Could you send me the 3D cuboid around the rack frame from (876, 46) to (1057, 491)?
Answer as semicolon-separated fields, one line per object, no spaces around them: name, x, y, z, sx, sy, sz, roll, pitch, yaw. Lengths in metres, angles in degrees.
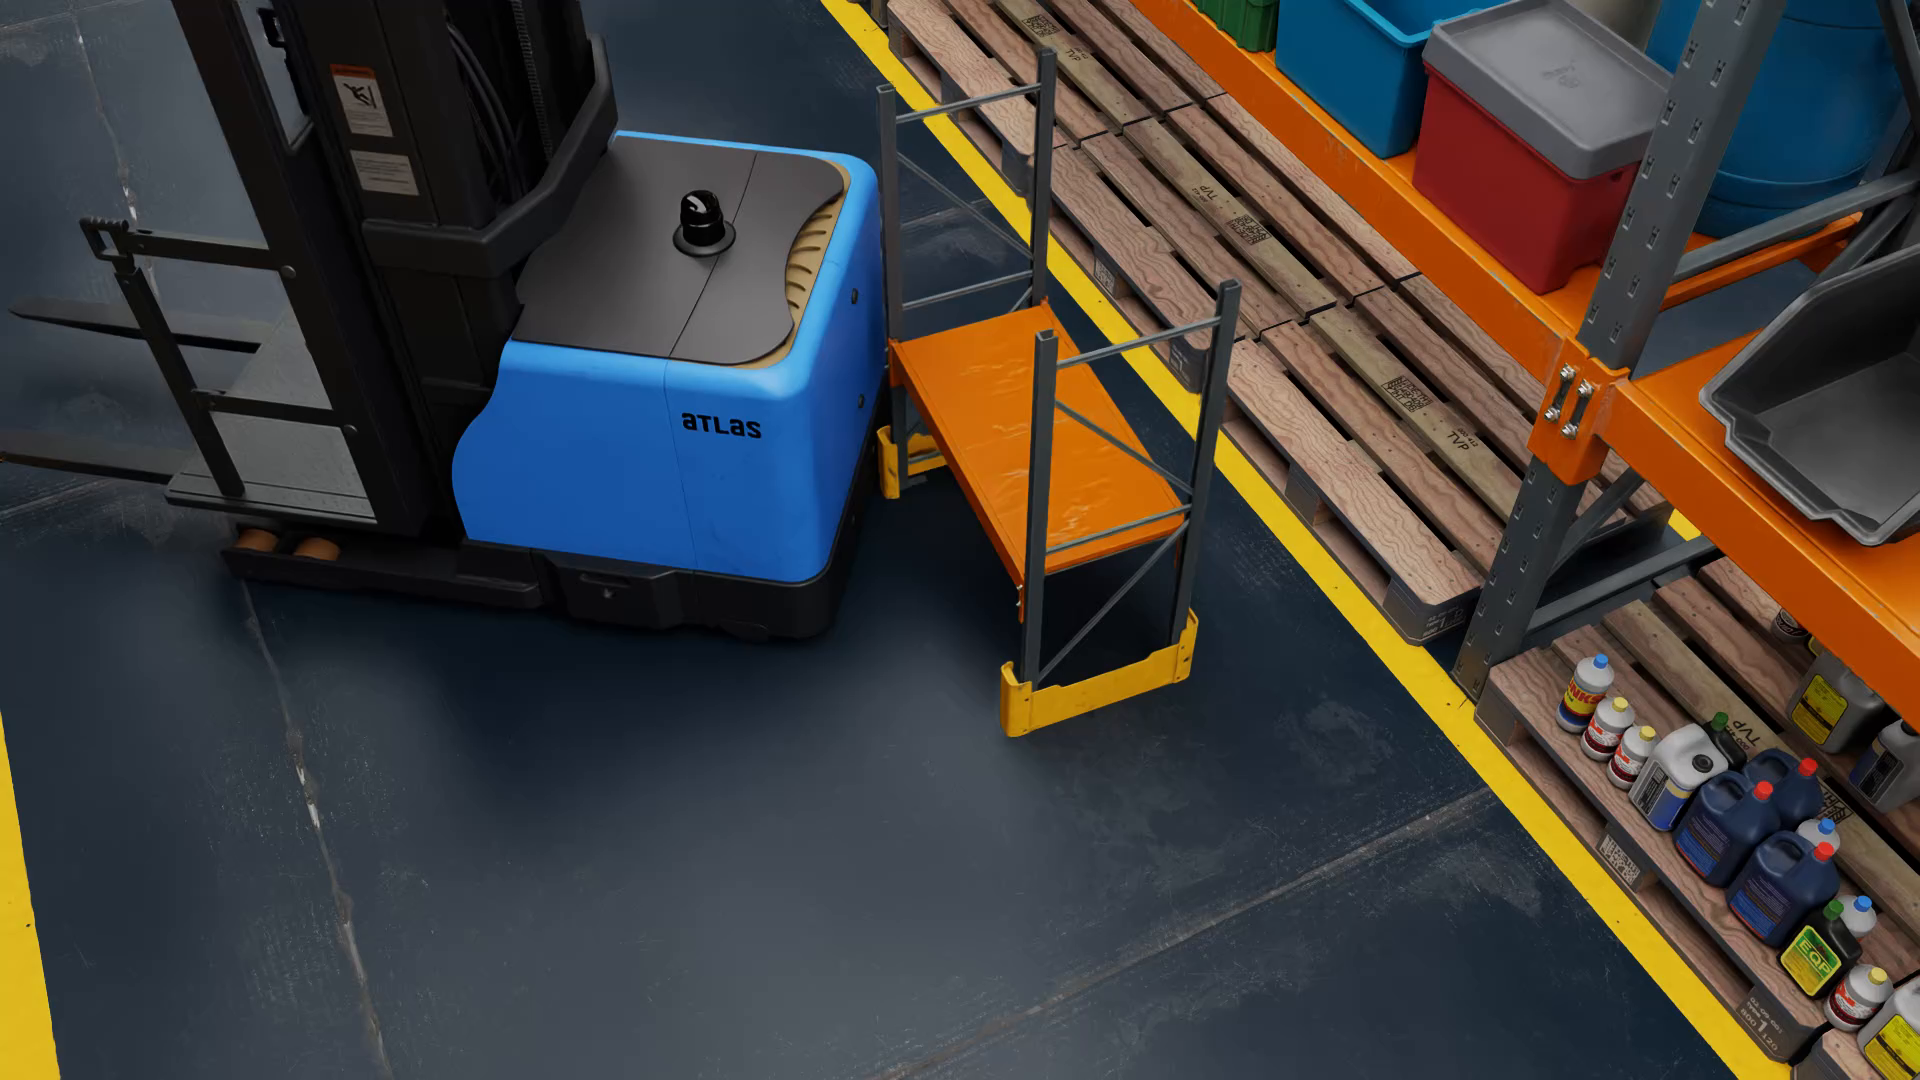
rack frame;0.020;-0.732;4.893;0.500;1.500;0.032;-17;51;-14

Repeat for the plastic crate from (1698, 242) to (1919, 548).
plastic crate;2.042;-0.305;3.566;0.767;0.338;0.504;-21;52;-18

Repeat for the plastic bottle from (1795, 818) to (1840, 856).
plastic bottle;2.089;0.772;4.102;0.097;0.271;0.097;0;49;0

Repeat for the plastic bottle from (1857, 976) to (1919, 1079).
plastic bottle;2.196;1.101;3.762;0.144;0.351;0.185;-22;52;-18

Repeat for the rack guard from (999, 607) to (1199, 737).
rack guard;0.395;0.375;4.756;0.587;0.250;0.087;-17;51;-14

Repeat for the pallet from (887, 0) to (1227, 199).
pallet;0.405;-1.947;6.813;1.003;0.211;1.213;-21;52;-18

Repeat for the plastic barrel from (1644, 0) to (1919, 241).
plastic barrel;2.008;-1.248;4.016;0.600;0.901;0.708;-21;52;-18

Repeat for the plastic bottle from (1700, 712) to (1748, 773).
plastic bottle;1.938;0.564;4.277;0.061;0.283;0.133;-21;52;-18

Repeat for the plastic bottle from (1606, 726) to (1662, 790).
plastic bottle;1.764;0.557;4.337;0.097;0.201;0.097;0;49;0

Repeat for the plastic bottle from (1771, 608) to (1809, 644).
plastic bottle;2.358;0.192;4.656;0.097;0.201;0.097;0;49;0

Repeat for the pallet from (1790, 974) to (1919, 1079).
pallet;2.748;1.479;3.816;1.003;0.211;1.213;-21;52;-18

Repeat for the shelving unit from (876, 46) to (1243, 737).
shelving unit;0.208;-0.383;4.589;0.587;1.500;1.083;-17;51;-14

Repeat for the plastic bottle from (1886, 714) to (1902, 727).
plastic bottle;2.554;0.467;4.316;0.144;0.351;0.185;-24;53;-19

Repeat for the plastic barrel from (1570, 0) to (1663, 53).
plastic barrel;1.672;-1.481;4.462;0.433;0.535;0.433;0;49;0

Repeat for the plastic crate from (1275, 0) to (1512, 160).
plastic crate;1.134;-1.346;4.445;0.392;0.384;0.575;-21;52;-18

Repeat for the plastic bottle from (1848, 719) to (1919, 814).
plastic bottle;2.434;0.560;4.285;0.152;0.276;0.135;-21;52;-18

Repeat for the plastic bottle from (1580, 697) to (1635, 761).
plastic bottle;1.718;0.489;4.397;0.097;0.201;0.097;0;49;0

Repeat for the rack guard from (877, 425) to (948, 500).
rack guard;0.020;-0.319;5.363;0.587;0.250;0.087;-17;51;-14

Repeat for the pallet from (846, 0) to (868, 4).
pallet;-0.313;-2.992;7.727;1.003;0.211;1.213;-21;52;-18

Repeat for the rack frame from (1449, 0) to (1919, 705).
rack frame;1.915;-0.720;3.887;1.000;3.000;0.127;-21;52;-18

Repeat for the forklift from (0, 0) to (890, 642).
forklift;-1.790;-1.200;4.353;3.031;2.935;1.130;7;49;6

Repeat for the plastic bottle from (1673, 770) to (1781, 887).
plastic bottle;1.916;0.690;4.121;0.144;0.351;0.185;-20;52;-17

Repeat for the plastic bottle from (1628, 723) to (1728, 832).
plastic bottle;1.843;0.603;4.247;0.152;0.276;0.135;-19;52;-16

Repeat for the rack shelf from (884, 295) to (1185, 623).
rack shelf;0.211;-0.259;4.719;0.538;0.185;1.000;-17;51;-14

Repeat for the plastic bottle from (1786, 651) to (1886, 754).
plastic bottle;2.338;0.389;4.385;0.144;0.351;0.185;-21;52;-18

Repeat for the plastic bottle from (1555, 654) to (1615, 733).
plastic bottle;1.671;0.398;4.430;0.097;0.271;0.097;0;49;0

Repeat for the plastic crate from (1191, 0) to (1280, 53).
plastic crate;0.867;-1.719;4.901;0.450;0.188;0.662;-21;52;-18

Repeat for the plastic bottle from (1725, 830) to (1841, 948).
plastic bottle;2.002;0.817;4.010;0.144;0.351;0.185;-23;53;-19

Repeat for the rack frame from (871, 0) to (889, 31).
rack frame;0.085;-3.397;6.228;1.000;3.000;0.127;-21;52;-18

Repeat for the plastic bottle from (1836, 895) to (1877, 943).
plastic bottle;2.103;0.928;3.965;0.097;0.271;0.097;0;49;0

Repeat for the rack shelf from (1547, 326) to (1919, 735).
rack shelf;2.830;0.855;2.987;1.077;0.370;4.000;-21;52;-18

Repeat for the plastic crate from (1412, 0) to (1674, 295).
plastic crate;1.422;-0.960;4.054;0.402;0.464;0.583;-21;52;-18

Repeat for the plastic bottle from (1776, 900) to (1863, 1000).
plastic bottle;2.040;0.964;3.927;0.061;0.283;0.133;-19;52;-16

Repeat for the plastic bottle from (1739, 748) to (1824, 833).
plastic bottle;2.044;0.641;4.164;0.144;0.351;0.185;-21;52;-18

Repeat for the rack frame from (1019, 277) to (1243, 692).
rack frame;0.403;-0.023;4.273;0.500;1.500;0.032;-17;51;-14

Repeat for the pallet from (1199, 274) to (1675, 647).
pallet;1.521;-0.314;5.385;1.003;0.211;1.213;-21;52;-18

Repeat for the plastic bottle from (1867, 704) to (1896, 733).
plastic bottle;2.466;0.339;4.428;0.144;0.351;0.185;-22;53;-18

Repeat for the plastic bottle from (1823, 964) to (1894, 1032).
plastic bottle;2.111;1.063;3.894;0.097;0.201;0.097;0;49;0

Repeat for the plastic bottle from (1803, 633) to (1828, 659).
plastic bottle;2.429;0.238;4.562;0.061;0.283;0.133;-19;51;-16

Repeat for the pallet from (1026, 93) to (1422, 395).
pallet;0.959;-1.132;6.100;1.003;0.211;1.213;-21;52;-18

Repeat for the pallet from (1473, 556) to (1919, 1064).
pallet;2.185;0.662;4.531;1.003;0.211;1.213;-21;52;-18

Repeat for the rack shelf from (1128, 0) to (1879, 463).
rack shelf;1.000;-1.822;5.328;1.077;0.370;4.000;-21;52;-18
